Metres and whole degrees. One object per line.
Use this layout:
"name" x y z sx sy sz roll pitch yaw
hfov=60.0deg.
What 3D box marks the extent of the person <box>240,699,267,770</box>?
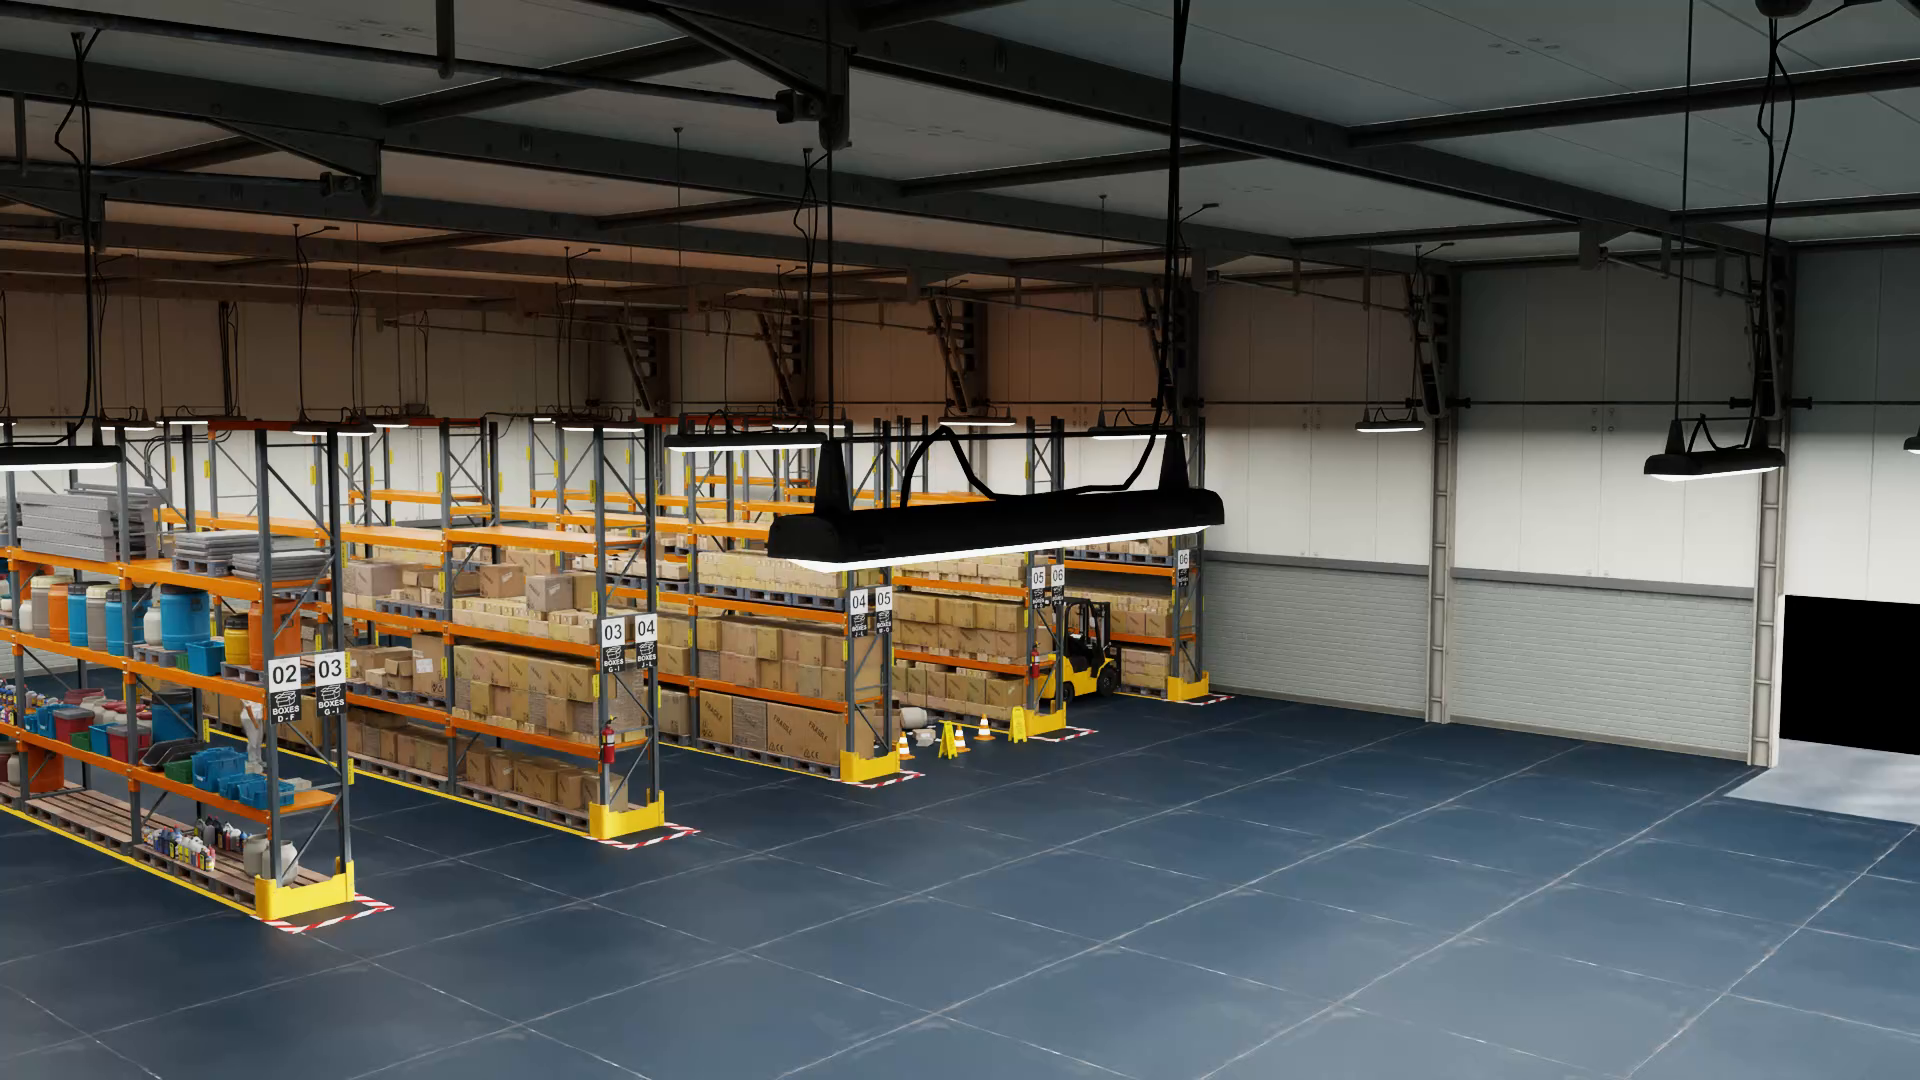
"person" -12.208 3.137 28.785 0.451 1.694 0.533 -1 5 -8
